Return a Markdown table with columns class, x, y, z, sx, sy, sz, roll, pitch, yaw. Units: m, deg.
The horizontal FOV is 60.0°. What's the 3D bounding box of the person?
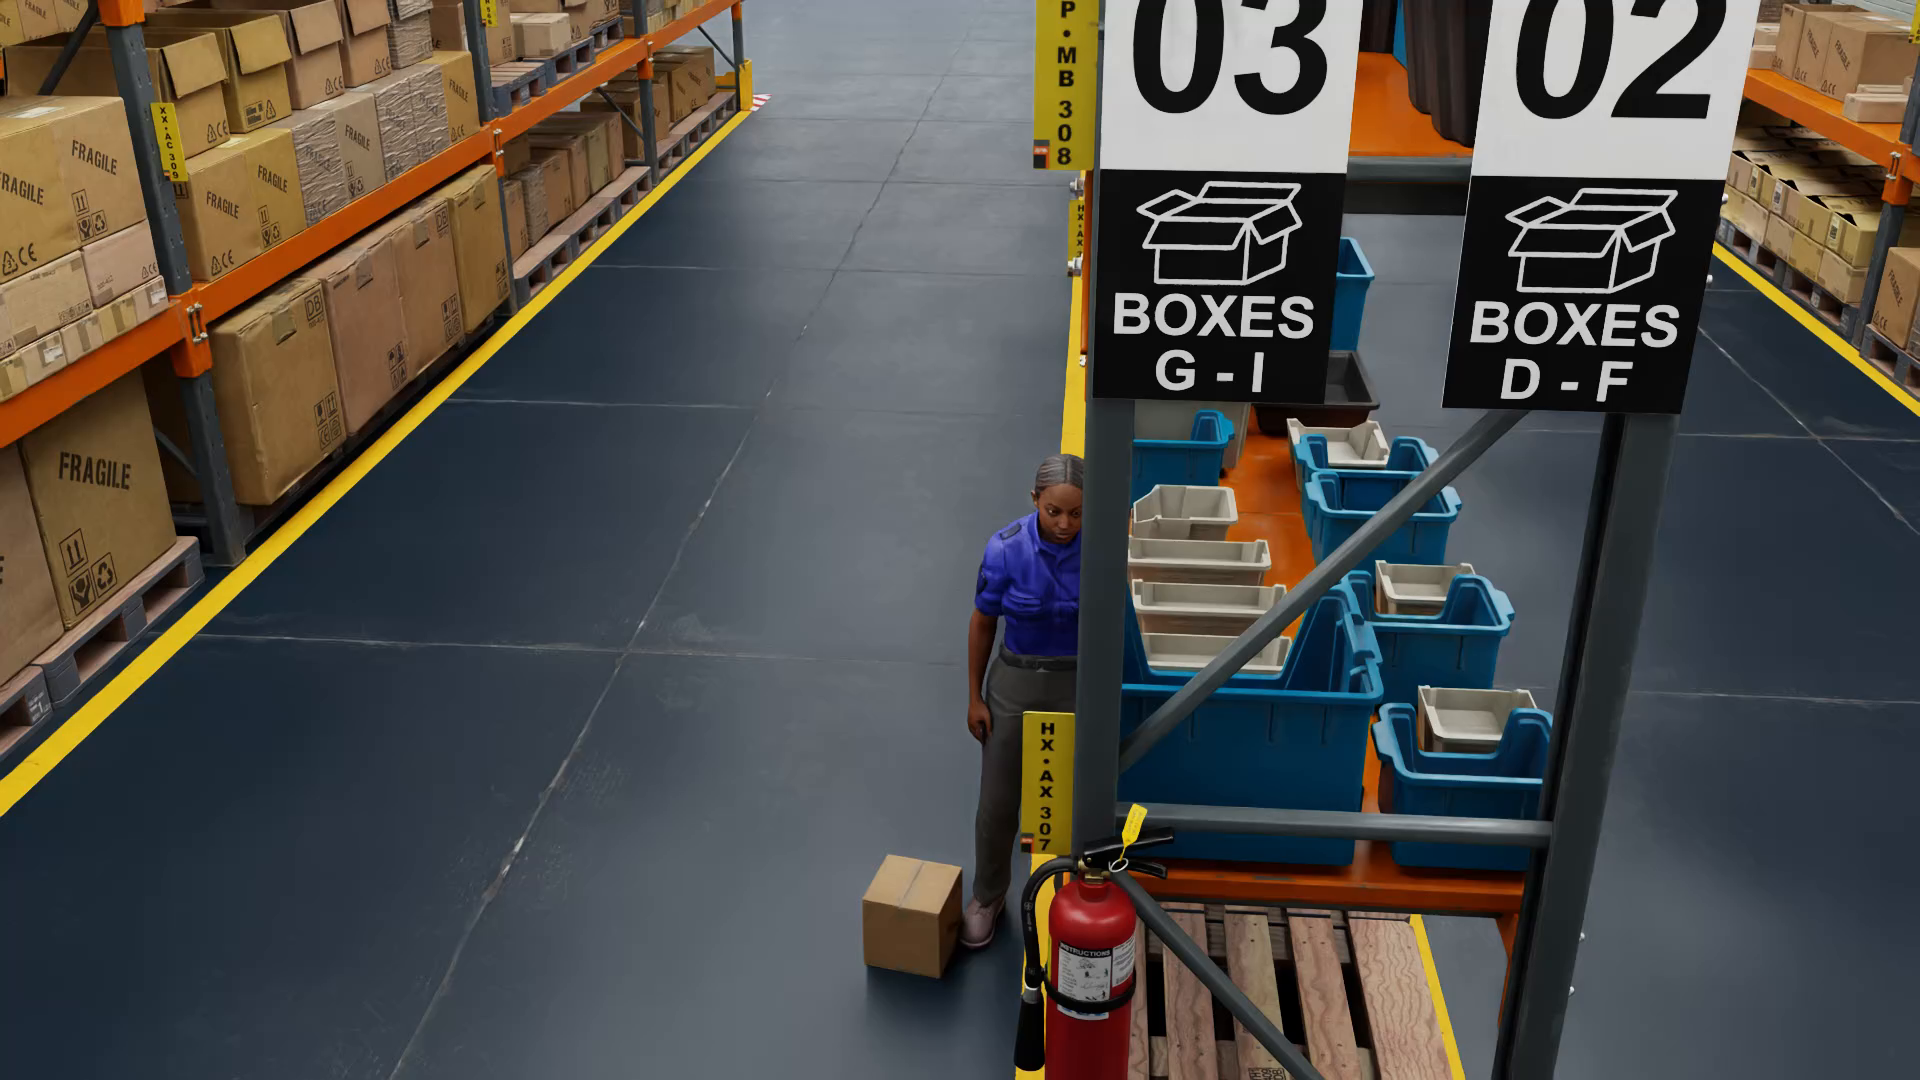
| class | x | y | z | sx | sy | sz | roll | pitch | yaw |
| --- | --- | --- | --- | --- | --- | --- | --- | --- | --- |
| person | 0.254 | 0.485 | 5.058 | 0.528 | 1.653 | 0.350 | 0 | 25 | 1 |
